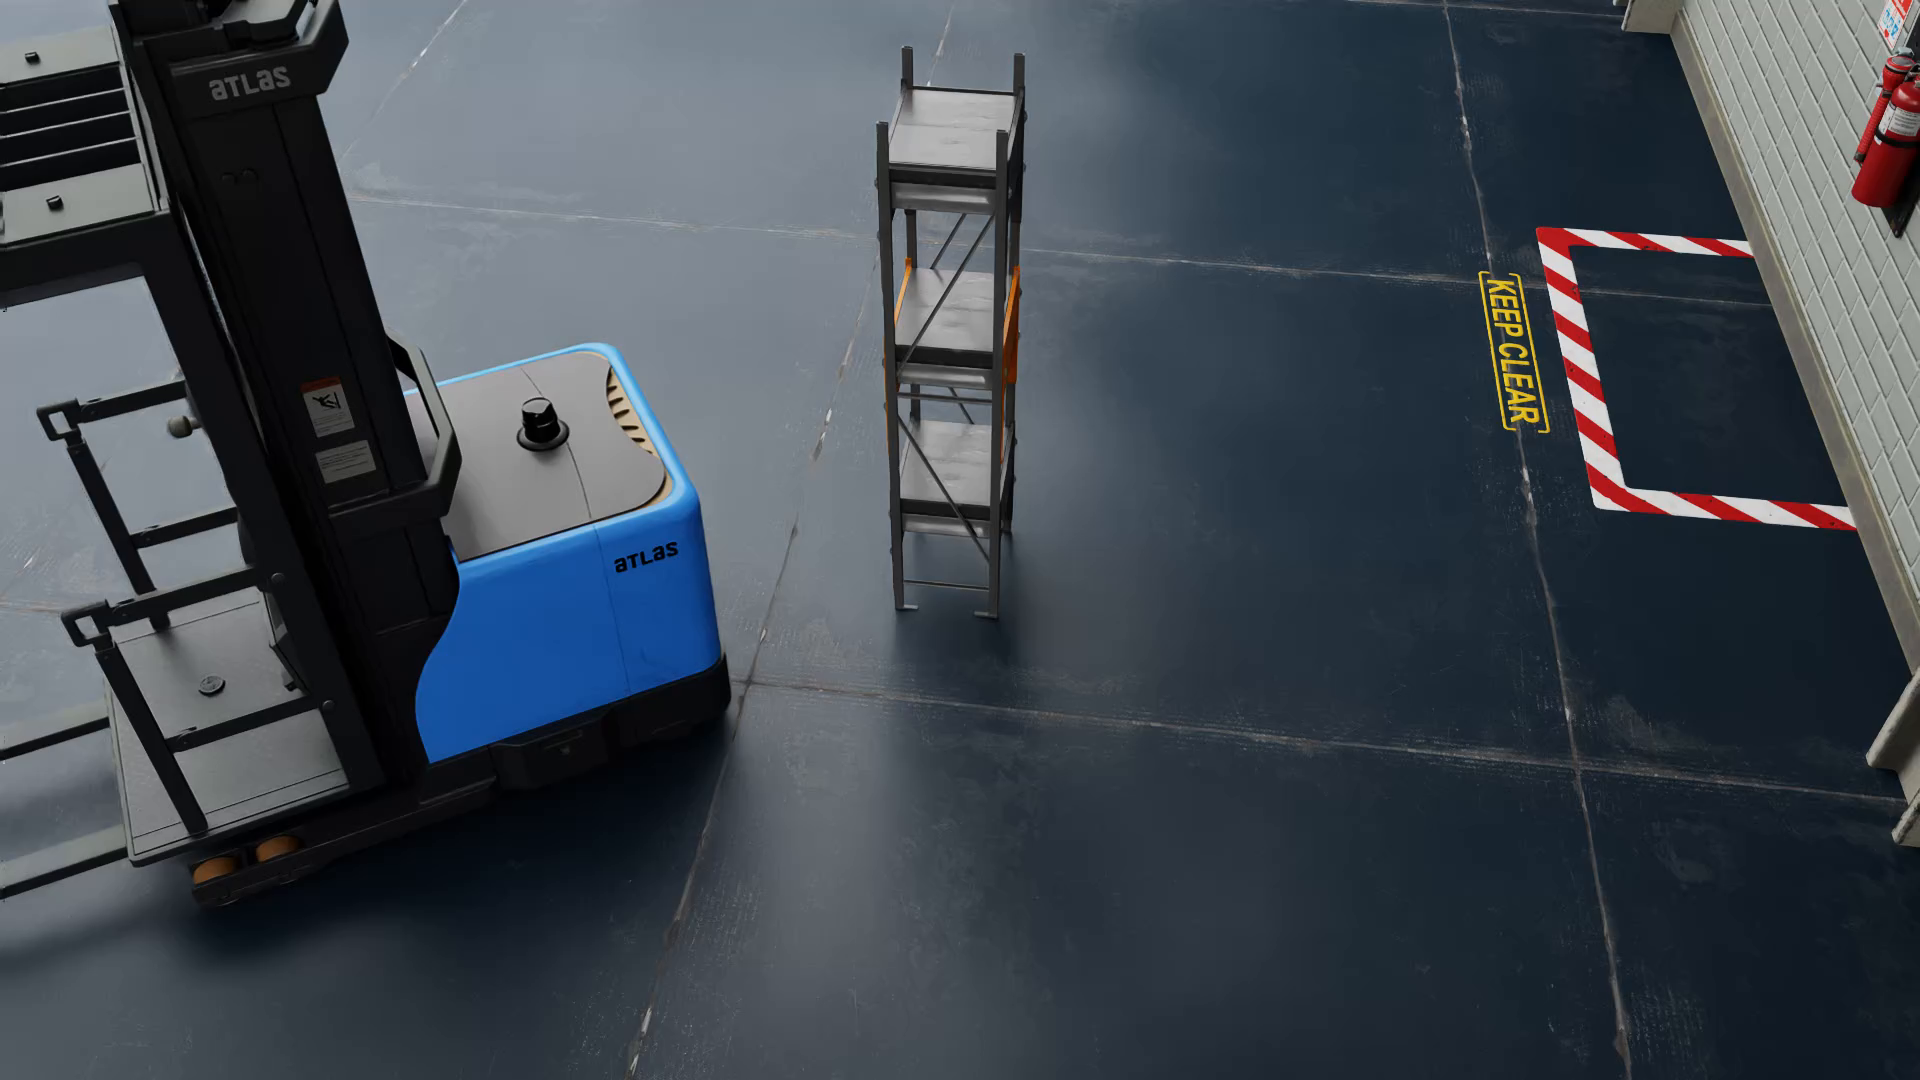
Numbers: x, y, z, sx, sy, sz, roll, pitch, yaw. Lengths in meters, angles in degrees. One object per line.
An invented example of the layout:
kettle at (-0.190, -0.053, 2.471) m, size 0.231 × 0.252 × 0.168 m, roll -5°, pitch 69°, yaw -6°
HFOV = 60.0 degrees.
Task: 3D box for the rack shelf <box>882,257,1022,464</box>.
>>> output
rack shelf at (-0.022, -0.640, 5.918) m, size 0.431 × 0.518 × 0.480 m, roll 5°, pitch 44°, yaw 6°

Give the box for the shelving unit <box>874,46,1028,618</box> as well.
shelving unit at (-0.022, -0.650, 5.909) m, size 0.431 × 2.100 × 0.503 m, roll 5°, pitch 44°, yaw 6°

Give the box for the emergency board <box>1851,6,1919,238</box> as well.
emergency board at (3.727, -1.856, 6.529) m, size 0.194 × 1.169 × 0.643 m, roll 5°, pitch 44°, yaw 6°

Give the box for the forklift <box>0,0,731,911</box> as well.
forklift at (-2.387, -0.278, 4.912) m, size 3.031 × 2.935 × 1.130 m, roll -18°, pitch 46°, yaw -18°

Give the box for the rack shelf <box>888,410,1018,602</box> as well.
rack shelf at (-0.022, -0.131, 6.400) m, size 0.431 × 0.518 × 0.480 m, roll 5°, pitch 44°, yaw 6°

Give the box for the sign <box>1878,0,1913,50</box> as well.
sign at (3.902, -2.237, 6.904) m, size 0.001 × 0.329 × 0.234 m, roll 5°, pitch 44°, yaw 6°

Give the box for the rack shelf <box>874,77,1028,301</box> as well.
rack shelf at (-0.022, -1.148, 5.437) m, size 0.431 × 0.518 × 0.480 m, roll 5°, pitch 44°, yaw 6°

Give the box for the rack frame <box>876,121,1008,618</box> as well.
rack frame at (-0.054, -0.483, 5.733) m, size 0.400 × 2.100 × 0.015 m, roll 5°, pitch 44°, yaw 6°

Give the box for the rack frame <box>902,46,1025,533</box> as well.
rack frame at (0.010, -0.816, 6.085) m, size 0.400 × 2.100 × 0.015 m, roll 5°, pitch 44°, yaw 6°

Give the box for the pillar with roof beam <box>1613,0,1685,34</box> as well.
pillar with roof beam at (-0.112, -6.834, 7.423) m, size 9.100 × 9.000 × 0.400 m, roll 5°, pitch 44°, yaw 6°
